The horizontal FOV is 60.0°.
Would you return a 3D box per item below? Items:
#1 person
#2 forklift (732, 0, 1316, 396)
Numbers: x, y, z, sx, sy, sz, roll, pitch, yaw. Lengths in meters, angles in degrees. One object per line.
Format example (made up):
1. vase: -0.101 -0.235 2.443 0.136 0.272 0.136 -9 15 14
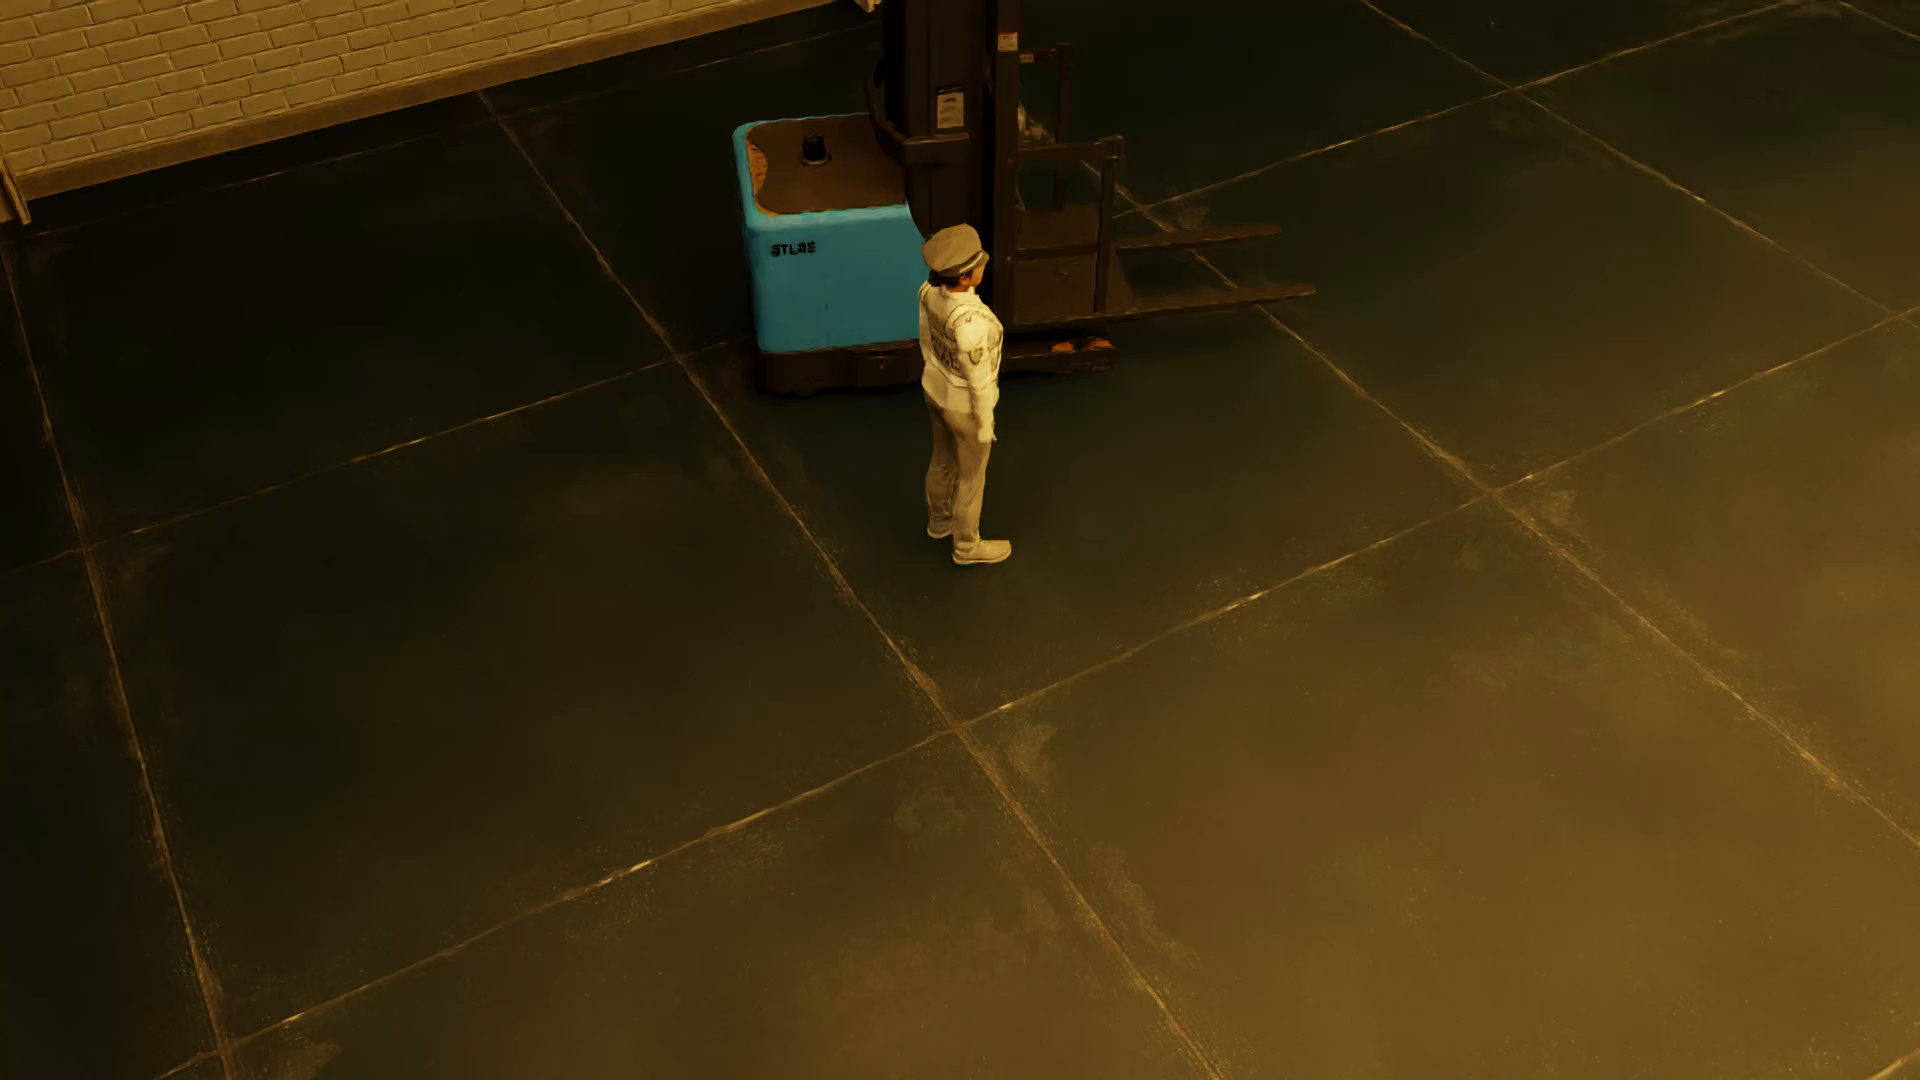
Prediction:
1. person: 0.012 -0.624 7.286 0.337 1.692 0.463 -21 47 -21
2. forklift: 0.376 -2.299 8.177 3.031 2.935 1.130 -7 43 -7
